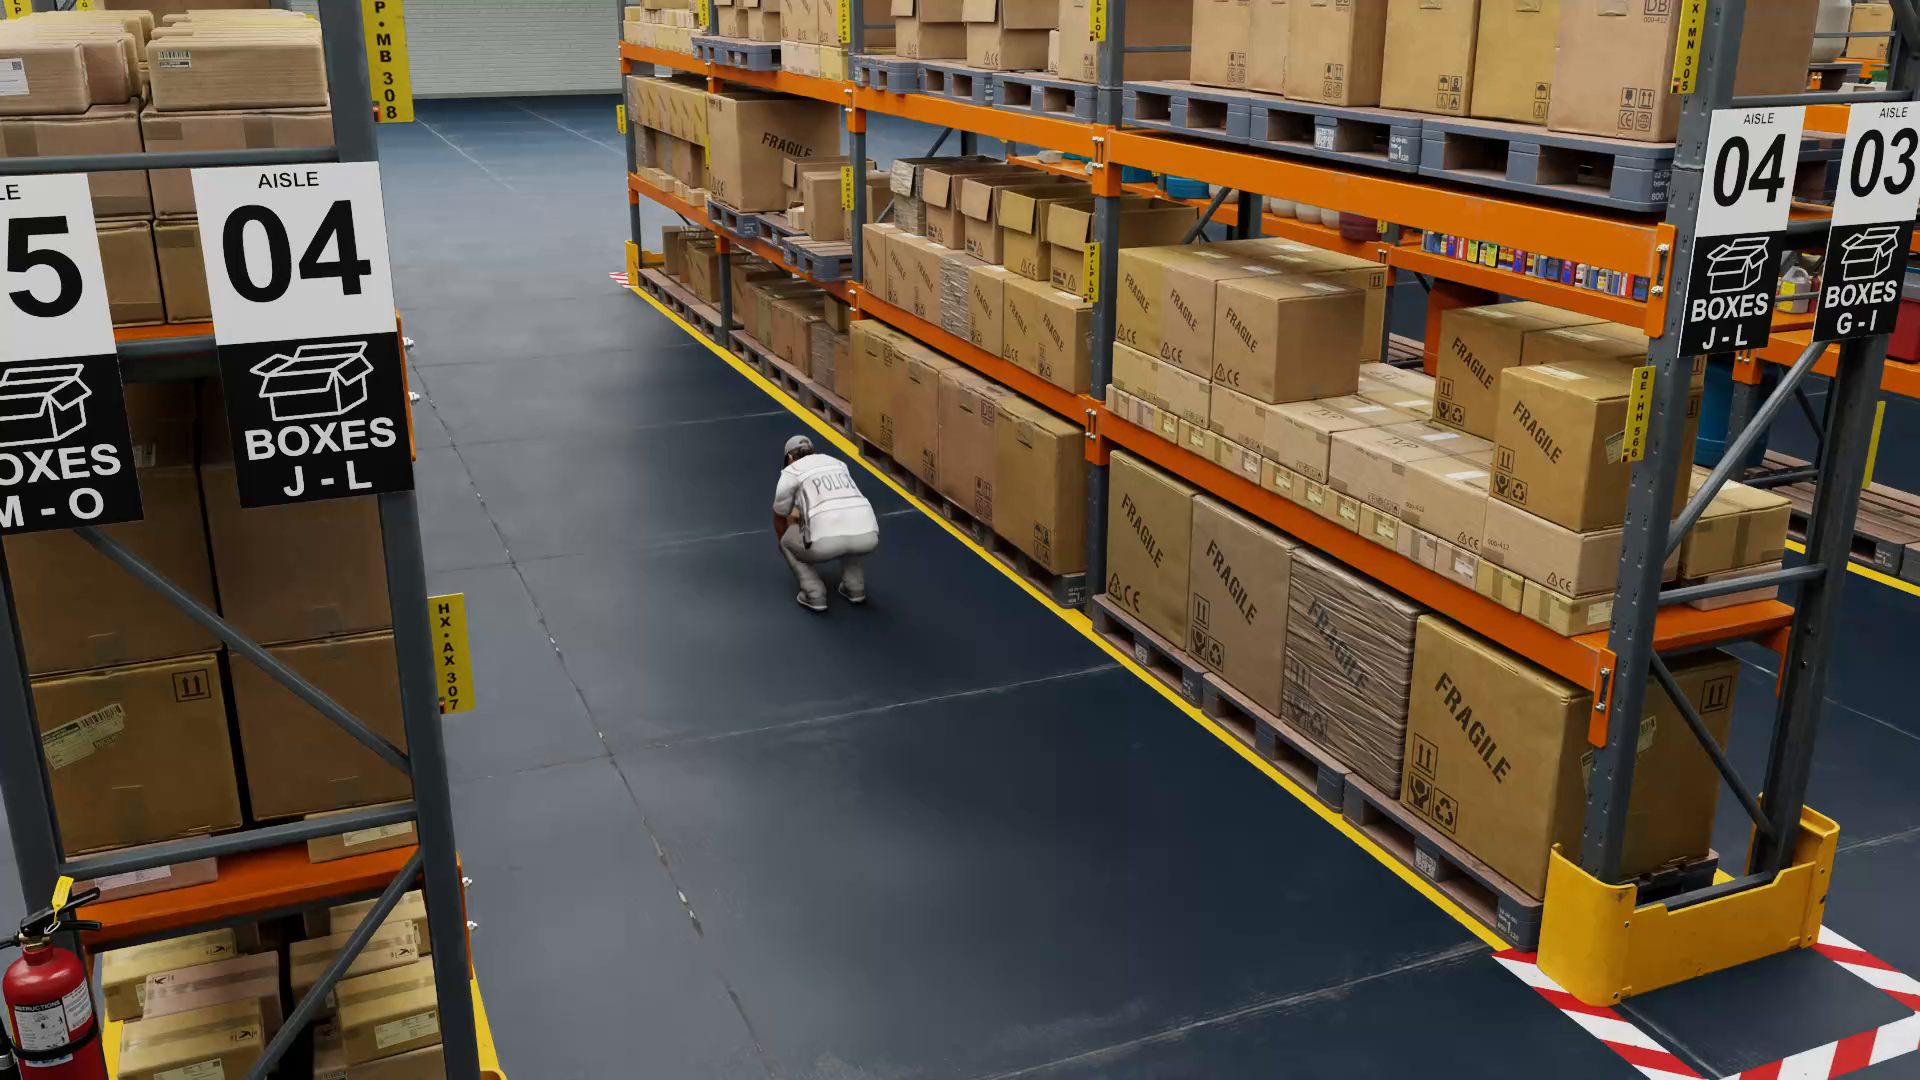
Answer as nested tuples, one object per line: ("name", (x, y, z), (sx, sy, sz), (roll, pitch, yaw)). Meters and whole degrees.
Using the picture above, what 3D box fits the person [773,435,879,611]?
("person", (-0.817, -0.099, 9.962), (0.518, 0.950, 0.852), (-8, 21, -22))
